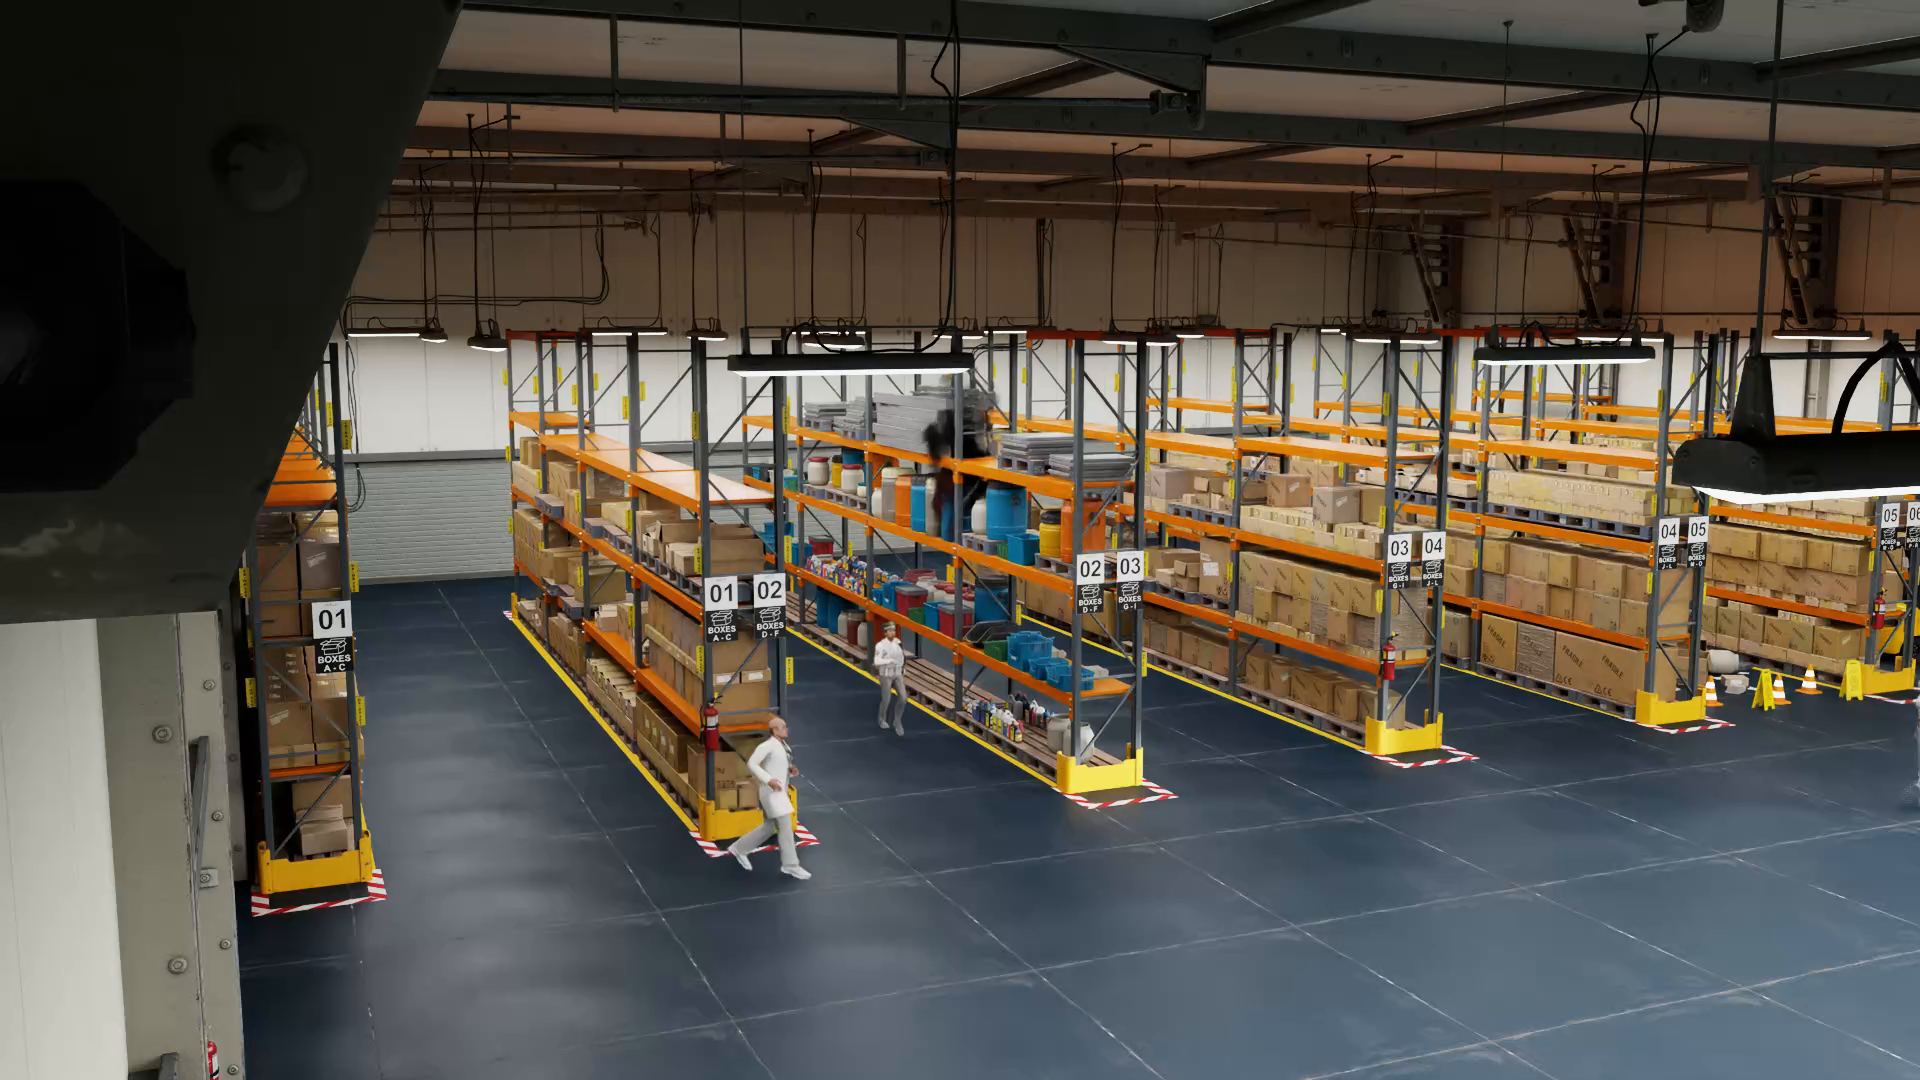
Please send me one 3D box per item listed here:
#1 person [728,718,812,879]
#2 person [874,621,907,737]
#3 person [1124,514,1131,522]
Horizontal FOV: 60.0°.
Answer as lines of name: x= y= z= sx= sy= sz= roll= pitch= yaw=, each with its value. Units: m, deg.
person: x=-2.135 y=2.907 z=18.945 sx=0.995 sy=1.781 sz=0.732 roll=1 pitch=8 yaw=9
person: x=-1.014 y=2.058 z=24.816 sx=0.592 sy=1.734 sz=0.684 roll=-4 pitch=9 yaw=-28
person: x=4.100 y=-0.051 z=41.264 sx=0.629 sy=1.608 sz=0.512 roll=-8 pitch=11 yaw=-44
